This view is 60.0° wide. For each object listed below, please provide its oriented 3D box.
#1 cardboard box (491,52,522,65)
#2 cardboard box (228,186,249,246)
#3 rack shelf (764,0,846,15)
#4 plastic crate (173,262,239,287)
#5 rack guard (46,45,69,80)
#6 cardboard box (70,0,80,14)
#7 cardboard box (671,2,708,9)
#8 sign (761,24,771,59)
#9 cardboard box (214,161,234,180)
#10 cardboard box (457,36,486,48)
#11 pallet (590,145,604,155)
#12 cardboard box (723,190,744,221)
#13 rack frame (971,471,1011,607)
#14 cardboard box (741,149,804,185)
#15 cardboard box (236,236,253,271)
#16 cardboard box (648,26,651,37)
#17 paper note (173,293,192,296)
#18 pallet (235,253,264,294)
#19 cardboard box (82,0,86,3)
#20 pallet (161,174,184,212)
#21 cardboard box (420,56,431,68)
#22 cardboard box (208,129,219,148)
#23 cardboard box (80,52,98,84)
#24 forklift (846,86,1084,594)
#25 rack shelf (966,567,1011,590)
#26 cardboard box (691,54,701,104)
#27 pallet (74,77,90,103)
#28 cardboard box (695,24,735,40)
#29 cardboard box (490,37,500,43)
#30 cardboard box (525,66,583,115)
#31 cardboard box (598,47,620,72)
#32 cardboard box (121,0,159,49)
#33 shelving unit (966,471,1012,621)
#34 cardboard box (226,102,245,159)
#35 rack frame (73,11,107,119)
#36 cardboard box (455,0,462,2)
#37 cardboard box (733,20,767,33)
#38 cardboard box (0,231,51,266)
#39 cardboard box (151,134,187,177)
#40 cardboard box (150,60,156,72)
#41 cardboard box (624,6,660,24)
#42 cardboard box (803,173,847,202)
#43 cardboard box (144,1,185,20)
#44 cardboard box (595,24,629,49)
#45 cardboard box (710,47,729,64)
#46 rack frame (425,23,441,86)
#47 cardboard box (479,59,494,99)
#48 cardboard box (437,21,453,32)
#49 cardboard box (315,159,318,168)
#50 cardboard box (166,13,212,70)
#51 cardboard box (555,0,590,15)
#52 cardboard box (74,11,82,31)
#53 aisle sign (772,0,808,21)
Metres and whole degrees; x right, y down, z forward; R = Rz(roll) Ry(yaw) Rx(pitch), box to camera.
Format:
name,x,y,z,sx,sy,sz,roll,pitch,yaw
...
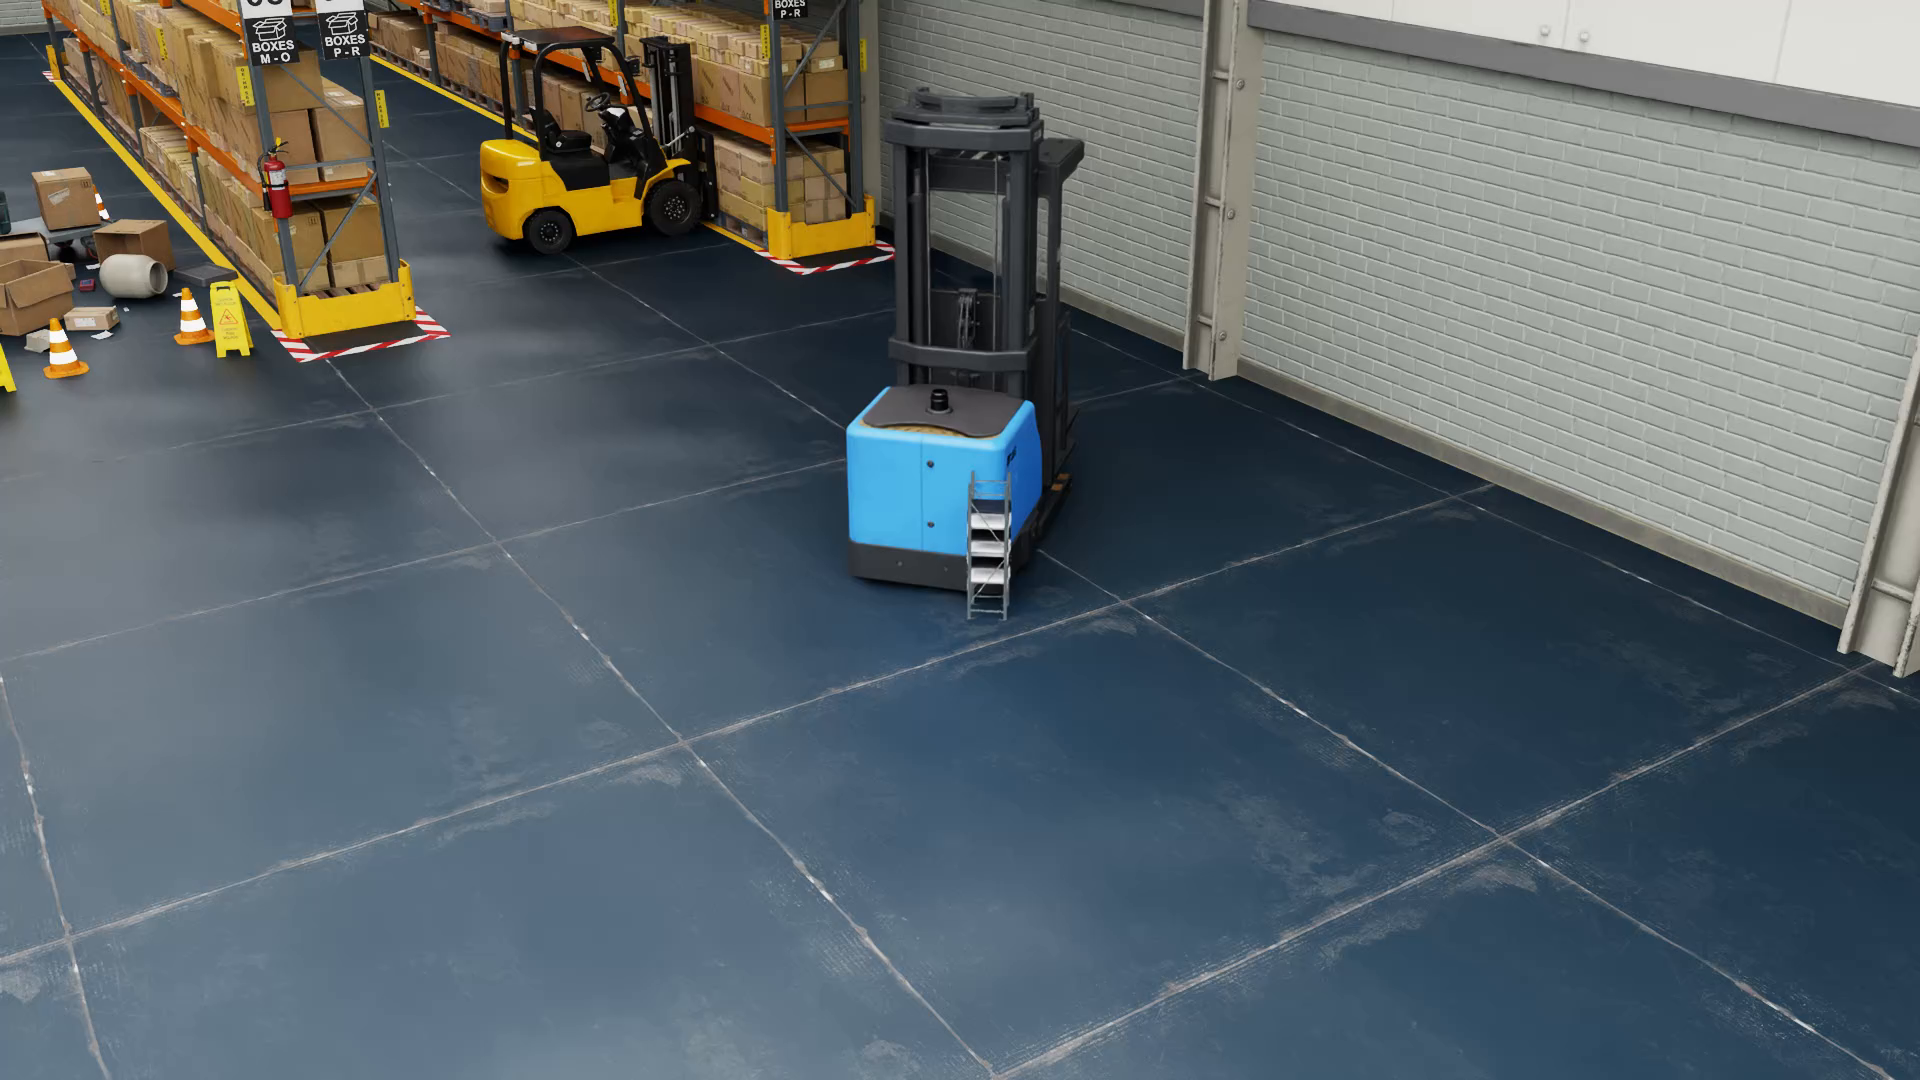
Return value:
name,x,y,z,sx,sy,sz,roll,pitch,yaw
cardboard box,-6.620,-7.028,24.300,0.380,0.149,0.250,-17,30,-31
cardboard box,-6.859,-3.223,16.413,0.500,0.500,0.500,-16,30,-31
rack shelf,-2.581,-6.248,18.300,1.077,0.370,4.000,-16,29,-30
plastic crate,-7.660,-2.701,16.878,0.583,0.080,0.402,18,31,33
rack guard,-14.394,-7.944,27.493,1.175,0.500,0.348,-16,29,-30
cardboard box,-12.193,-7.570,23.363,0.500,0.250,0.500,-16,30,-31
cardboard box,-3.246,-6.361,19.986,0.380,0.149,0.250,-15,29,-29
sign,-1.952,-5.011,16.716,0.100,0.325,0.005,-16,29,-30
cardboard box,-7.284,-3.741,16.752,0.380,0.149,0.250,-14,29,-27
cardboard box,-7.541,-7.691,25.704,0.380,0.149,0.250,-16,30,-30
pallet,-4.108,-4.925,21.436,1.003,0.211,1.213,-16,29,-30
cardboard box,-2.274,-3.722,18.350,0.500,0.250,0.500,-16,29,-30
rack frame,0.187,-0.001,10.197,0.240,0.900,0.006,3,24,5
cardboard box,-2.002,-3.992,17.750,0.500,0.250,0.500,-14,29,-28
cardboard box,-6.879,-2.889,16.585,0.500,0.250,0.500,-17,30,-31
cardboard box,-3.411,-5.916,19.392,0.380,0.149,0.250,-16,29,-30
paper note,-7.640,-2.419,16.339,0.148,0.019,0.142,18,31,33
pallet,-6.763,-2.844,17.027,1.003,0.211,1.213,-16,29,-30
cardboard box,-11.625,-7.553,22.447,0.500,0.500,0.500,-16,30,-31
pallet,-8.926,-4.228,19.959,1.003,0.211,1.213,-16,29,-30
cardboard box,-8.590,-7.825,27.159,0.380,0.149,0.250,-17,30,-31
cardboard box,-7.236,-4.013,16.532,0.380,0.149,0.250,-15,29,-29
cardboard box,-12.939,-7.236,25.574,0.875,0.438,0.875,-17,30,-31
forklift,0.184,-1.595,11.196,1.130,2.935,3.031,7,26,15
rack shelf,0.176,0.235,10.192,0.258,0.077,0.200,3,24,5
cardboard box,-2.817,-5.210,18.654,0.500,0.500,0.500,-15,29,-29
pallet,-13.217,-7.101,26.046,1.003,0.211,1.213,-16,29,-30
cardboard box,-2.704,-5.601,18.375,0.380,0.149,0.250,-15,29,-29
cardboard box,-7.043,-7.708,25.740,0.380,0.149,0.250,-15,29,-28
cardboard box,-5.528,-6.252,23.271,0.875,0.625,0.625,-15,29,-28
cardboard box,-4.167,-5.983,20.587,0.500,0.250,0.500,-15,29,-28
cardboard box,-9.671,-6.175,19.858,0.500,0.500,0.500,-14,29,-27
shelving unit,0.176,0.041,10.105,0.258,0.900,0.210,3,24,5
cardboard box,-6.443,-3.833,15.390,0.500,0.500,0.500,-15,29,-29
rack frame,-12.197,-7.635,23.910,1.000,3.000,0.127,-16,29,-30
cardboard box,-7.252,-8.337,24.788,0.700,0.500,0.500,-16,29,-30
cardboard box,-2.314,-5.704,18.594,0.380,0.149,0.250,-15,29,-29
cardboard box,-9.244,-2.646,16.108,0.797,0.637,0.503,-16,29,-30
cardboard box,-9.304,-4.740,20.363,0.950,0.372,0.625,-16,30,-31
cardboard box,-9.150,-5.532,19.257,0.380,0.149,0.250,-15,29,-28
cardboard box,-3.748,-6.222,19.691,0.380,0.149,0.250,-15,29,-29
cardboard box,-1.572,-3.890,18.121,0.500,0.250,0.500,-15,29,-29
cardboard box,-8.827,-5.885,18.486,0.380,0.149,0.250,-17,30,-32
cardboard box,-4.155,-6.206,20.473,0.500,0.250,0.500,-16,30,-31
cardboard box,-2.479,-5.266,18.014,0.380,0.149,0.250,-17,30,-31
rack frame,-8.040,-8.793,26.363,1.000,3.000,0.127,-16,29,-30
cardboard box,-6.820,-6.891,24.771,0.500,0.500,0.500,-14,29,-27
cardboard box,-8.017,-8.105,26.232,0.380,0.149,0.250,-16,30,-30
cardboard box,-5.808,-3.486,15.416,0.380,0.149,0.250,-15,29,-29
cardboard box,-7.511,-5.010,16.712,0.700,0.500,0.500,-15,29,-29
cardboard box,-4.978,-6.868,21.408,0.380,0.149,0.250,-16,30,-31
cardboard box,-12.178,-7.349,23.479,0.500,0.250,0.500,-16,30,-31
aisle sign,-1.700,-5.585,16.522,0.394,0.787,0.004,-16,29,-30
